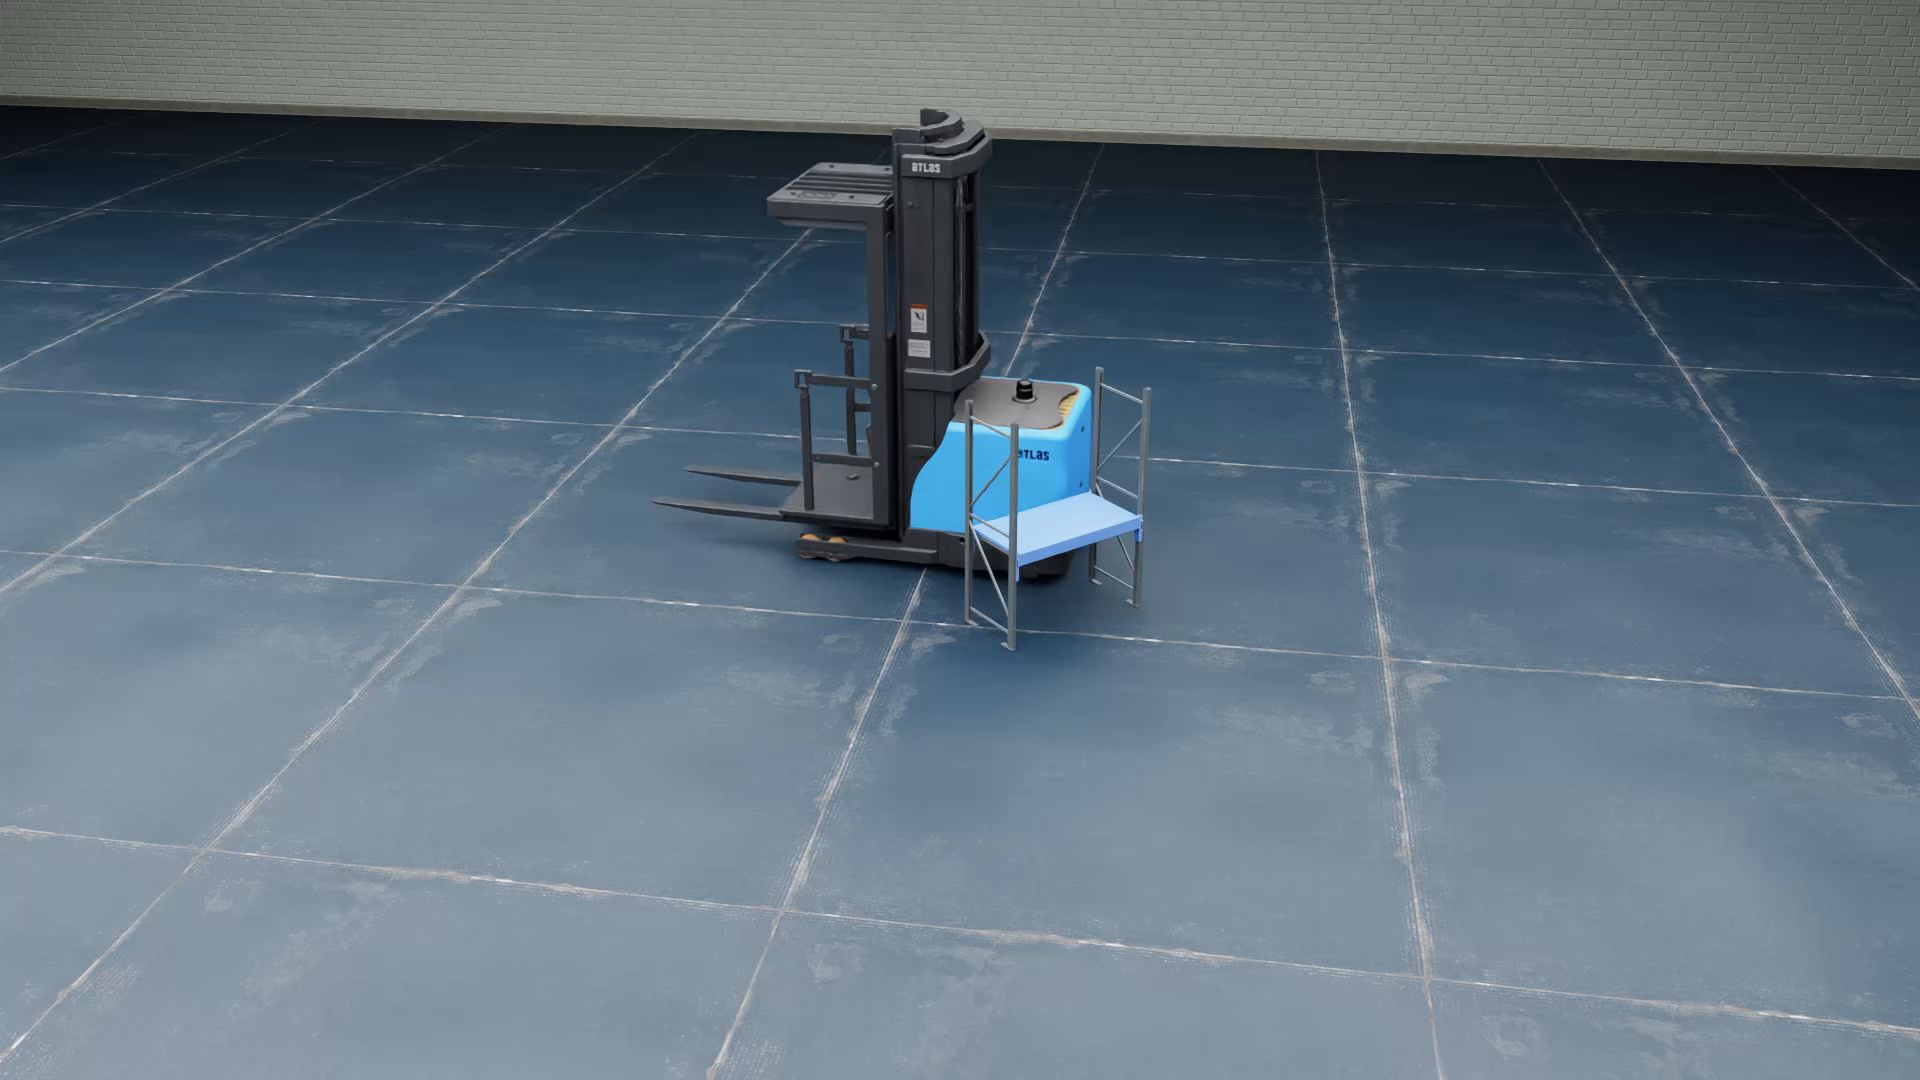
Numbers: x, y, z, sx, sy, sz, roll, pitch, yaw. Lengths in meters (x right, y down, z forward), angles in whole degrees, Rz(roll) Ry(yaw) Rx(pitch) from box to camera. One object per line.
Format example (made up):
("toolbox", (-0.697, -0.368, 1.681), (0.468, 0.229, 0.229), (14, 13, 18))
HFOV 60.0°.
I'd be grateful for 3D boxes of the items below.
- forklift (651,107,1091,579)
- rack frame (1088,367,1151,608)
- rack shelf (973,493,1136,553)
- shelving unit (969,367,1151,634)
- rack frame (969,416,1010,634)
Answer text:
("forklift", (-0.652, -1.387, 11.256), (3.031, 2.935, 1.130), (6, 26, 12))
("rack frame", (1.017, -0.330, 10.685), (0.032, 1.500, 0.500), (-17, 30, -32))
("rack shelf", (0.602, -0.103, 10.467), (0.952, 0.026, 0.459), (-17, 30, -32))
("shelving unit", (0.606, -0.206, 10.421), (1.039, 1.500, 0.500), (-17, 30, -32))
("rack frame", (0.186, -0.081, 10.154), (0.013, 1.308, 0.475), (-17, 30, -32))
